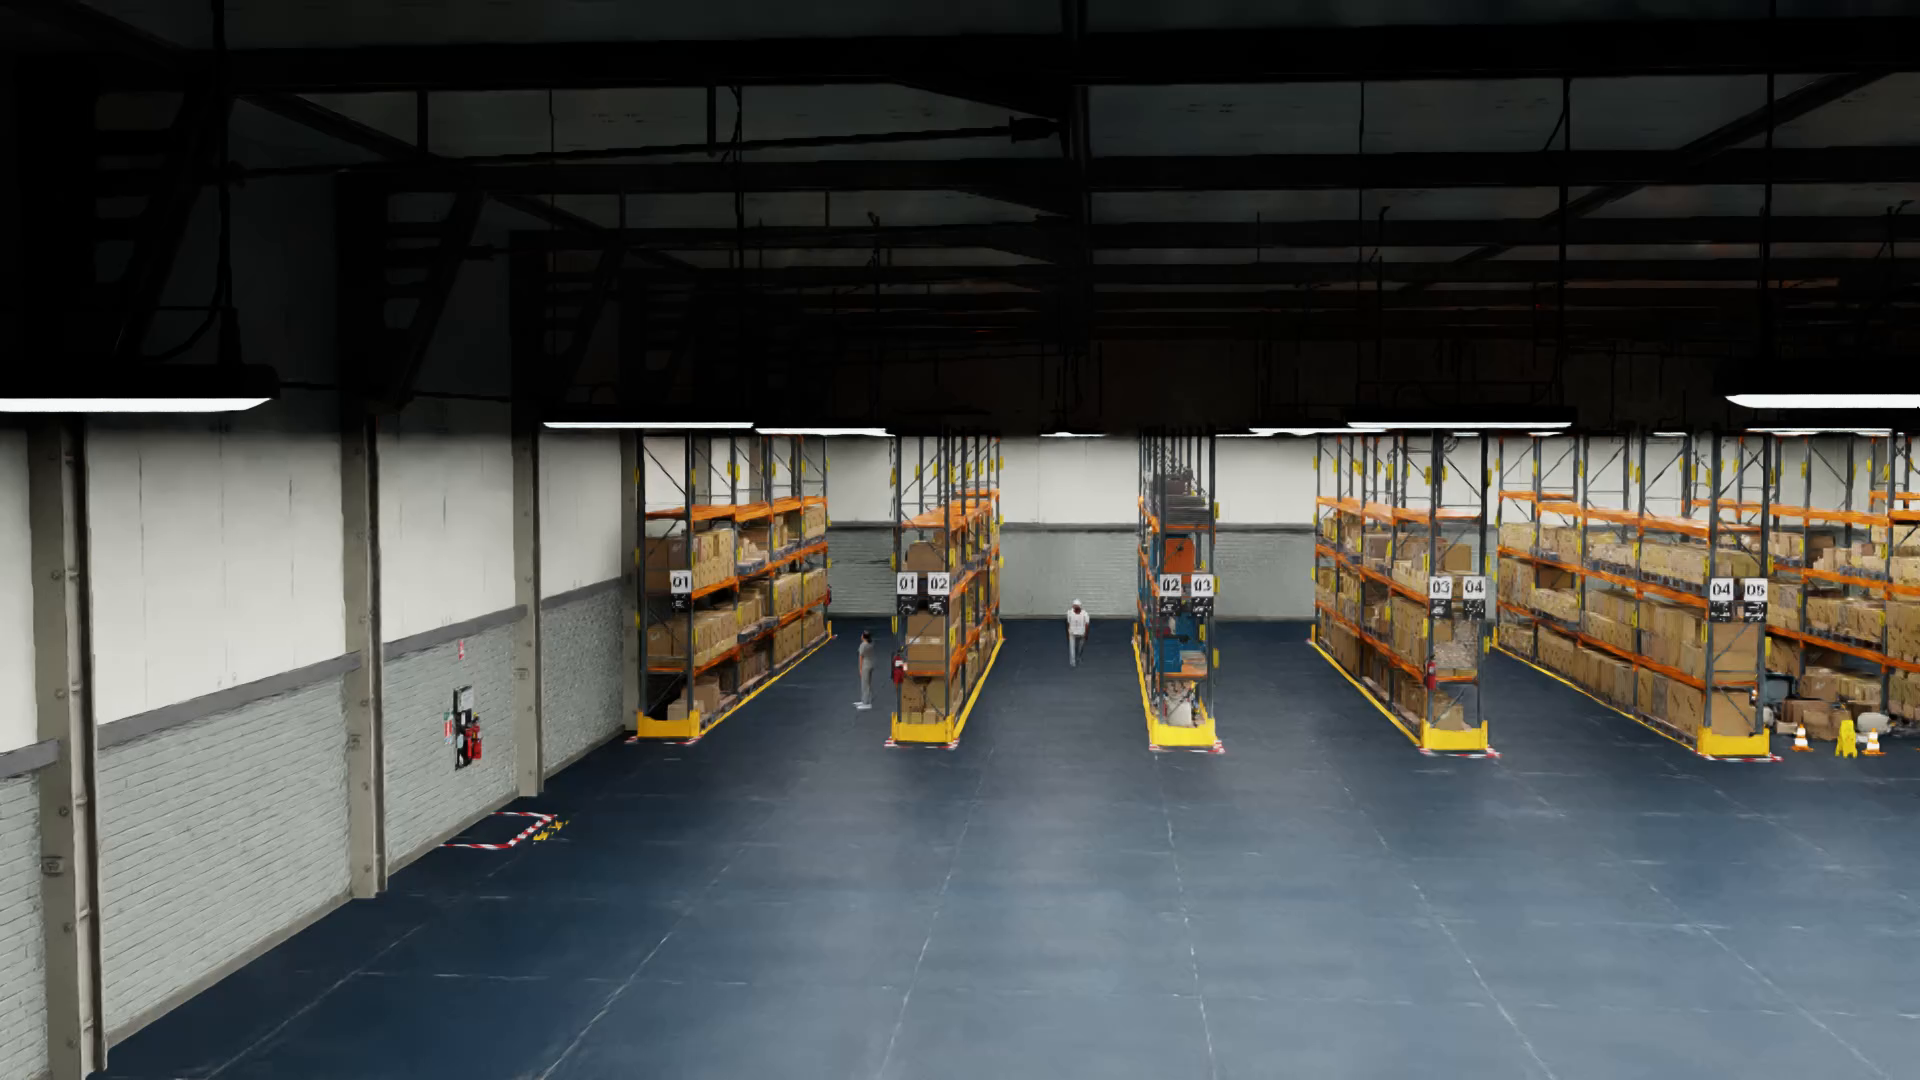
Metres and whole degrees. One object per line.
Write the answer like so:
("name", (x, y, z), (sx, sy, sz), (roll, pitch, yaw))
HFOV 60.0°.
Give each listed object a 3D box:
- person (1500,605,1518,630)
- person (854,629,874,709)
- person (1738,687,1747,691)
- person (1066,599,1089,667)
("person", (16.440, 1.835, 49.854), (0.635, 1.711, 0.587), (-2, 4, -29))
("person", (-2.042, 2.724, 35.371), (0.511, 1.672, 0.527), (2, 4, 30))
("person", (16.902, 2.616, 36.239), (0.576, 1.768, 0.626), (2, 4, 35))
("person", (2.963, 2.322, 41.842), (0.575, 1.689, 1.128), (0, 3, 2))
